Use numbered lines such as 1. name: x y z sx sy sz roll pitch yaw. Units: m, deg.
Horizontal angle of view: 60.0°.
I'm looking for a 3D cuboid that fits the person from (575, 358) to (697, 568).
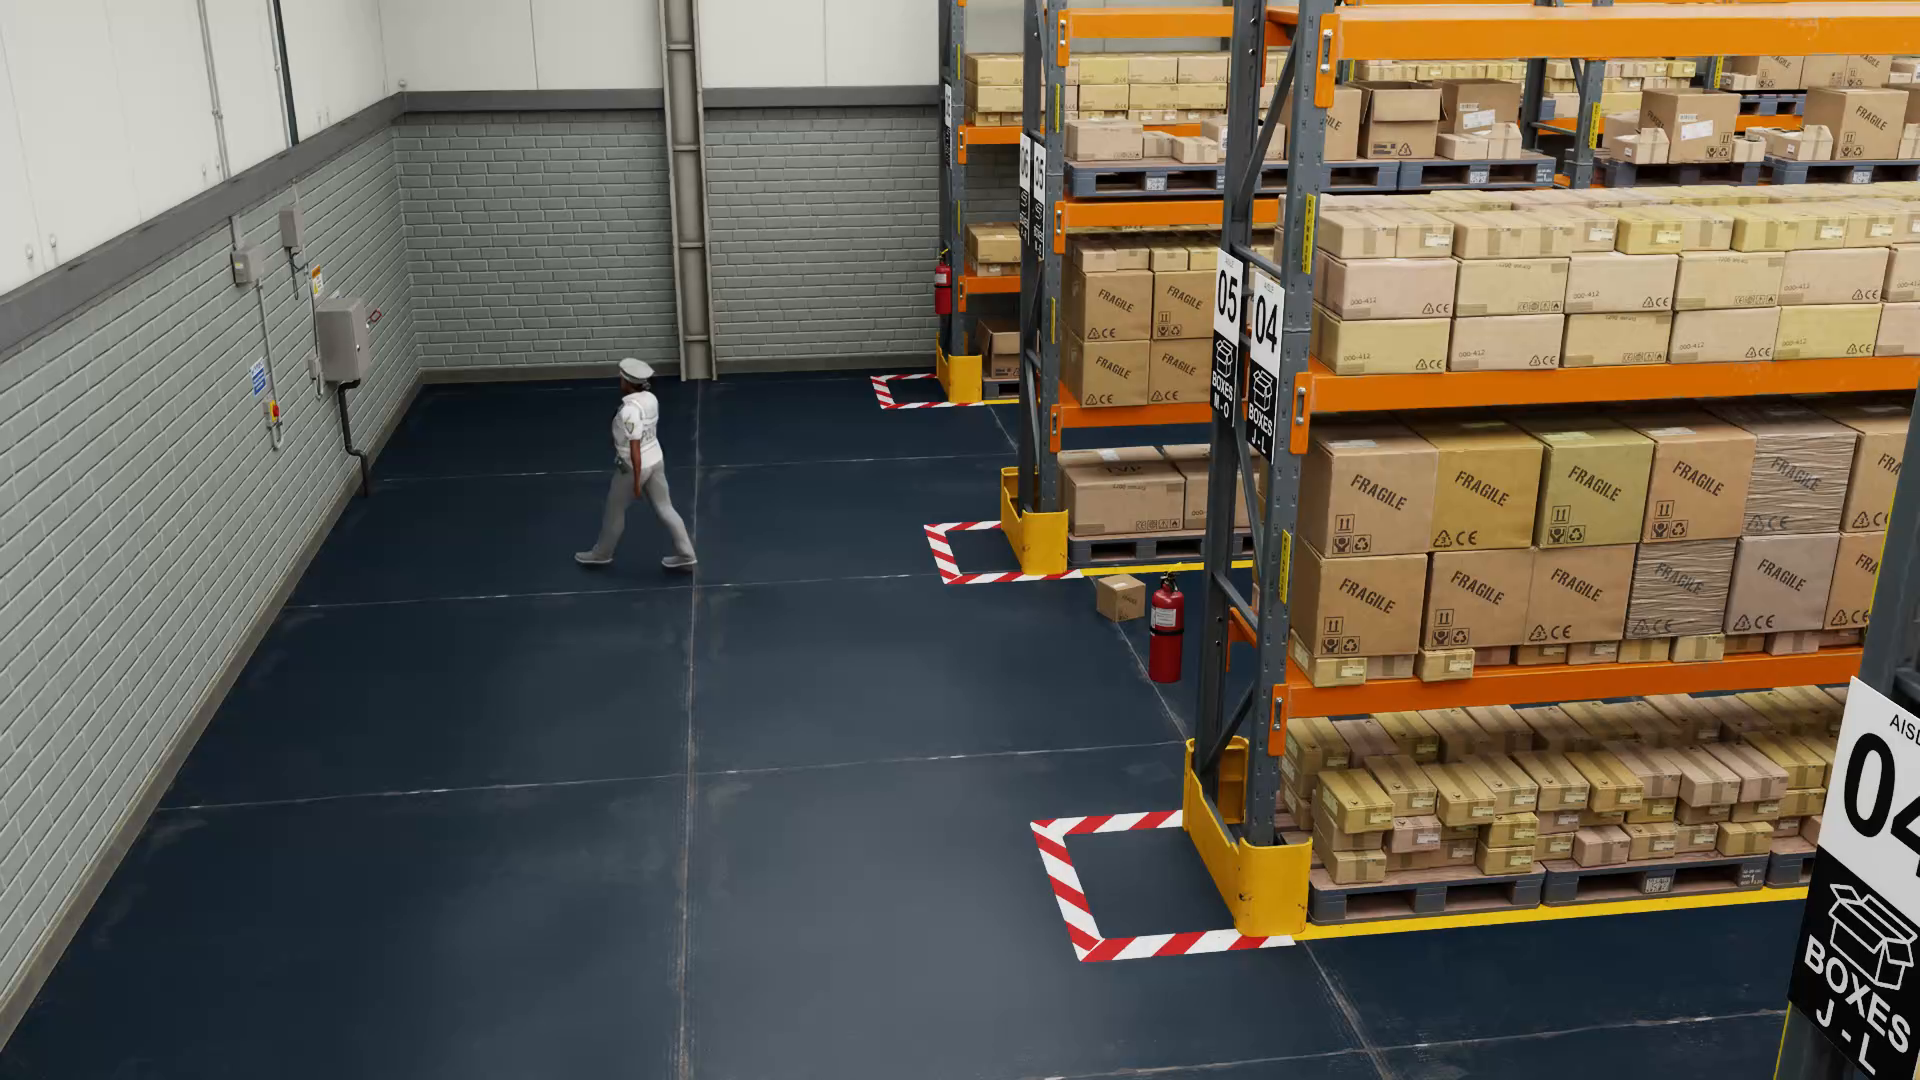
1. person: -2.489 -0.591 12.616 0.980 1.630 0.477 8 21 20
